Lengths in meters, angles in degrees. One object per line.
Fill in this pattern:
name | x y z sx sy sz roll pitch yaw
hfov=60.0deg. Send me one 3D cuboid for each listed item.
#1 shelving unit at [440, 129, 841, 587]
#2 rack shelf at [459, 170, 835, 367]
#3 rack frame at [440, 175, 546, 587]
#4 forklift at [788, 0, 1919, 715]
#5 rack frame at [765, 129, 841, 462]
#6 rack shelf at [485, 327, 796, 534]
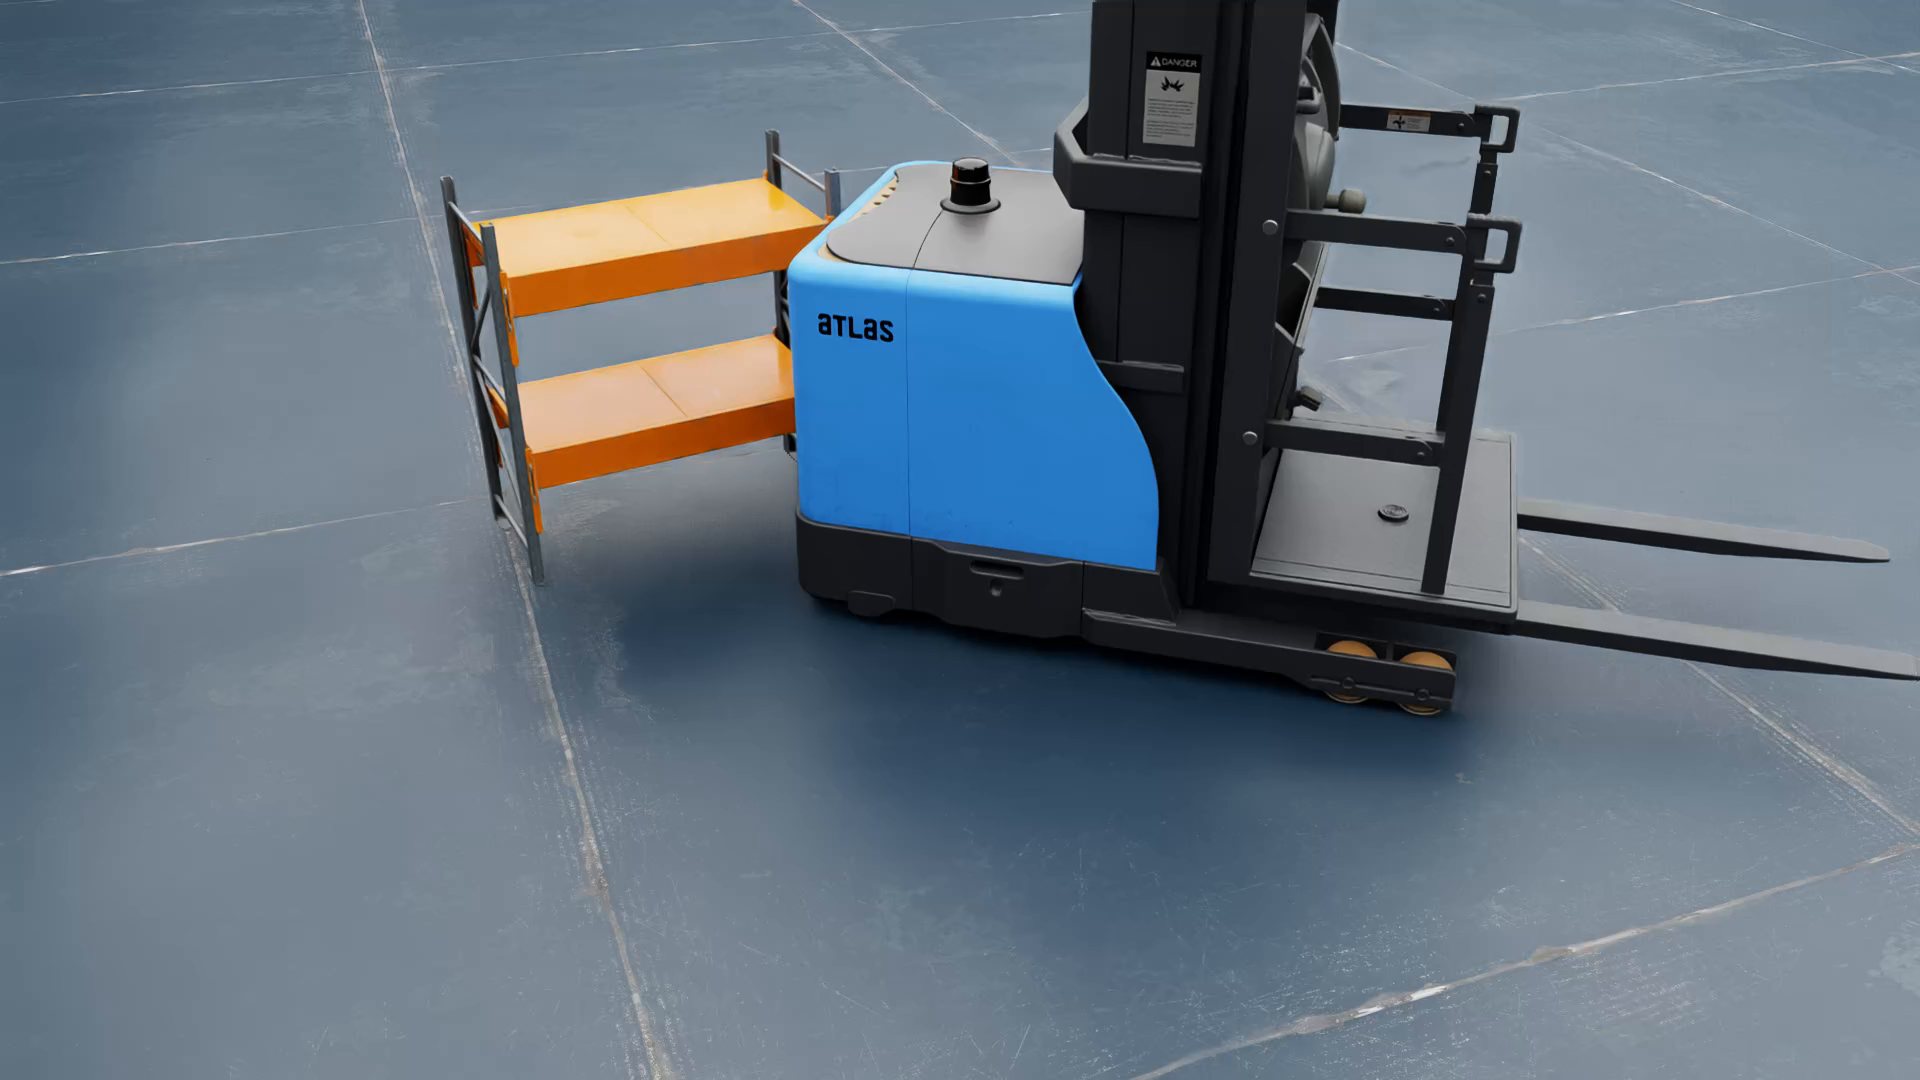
shelving unit | -0.932 -0.579 5.131 1.048 1.125 0.538 -15 33 -24
rack shelf | -0.932 -0.834 4.986 1.000 0.278 0.538 -15 33 -24
rack frame | -1.380 -0.460 4.922 0.032 1.125 0.500 -15 33 -24
forklift | 1.102 -1.100 4.220 3.031 2.935 1.130 8 31 14
rack frame | -0.484 -0.699 5.340 0.032 1.125 0.500 -15 33 -24
rack shelf | -0.932 -0.367 5.252 1.000 0.278 0.538 -15 33 -24
